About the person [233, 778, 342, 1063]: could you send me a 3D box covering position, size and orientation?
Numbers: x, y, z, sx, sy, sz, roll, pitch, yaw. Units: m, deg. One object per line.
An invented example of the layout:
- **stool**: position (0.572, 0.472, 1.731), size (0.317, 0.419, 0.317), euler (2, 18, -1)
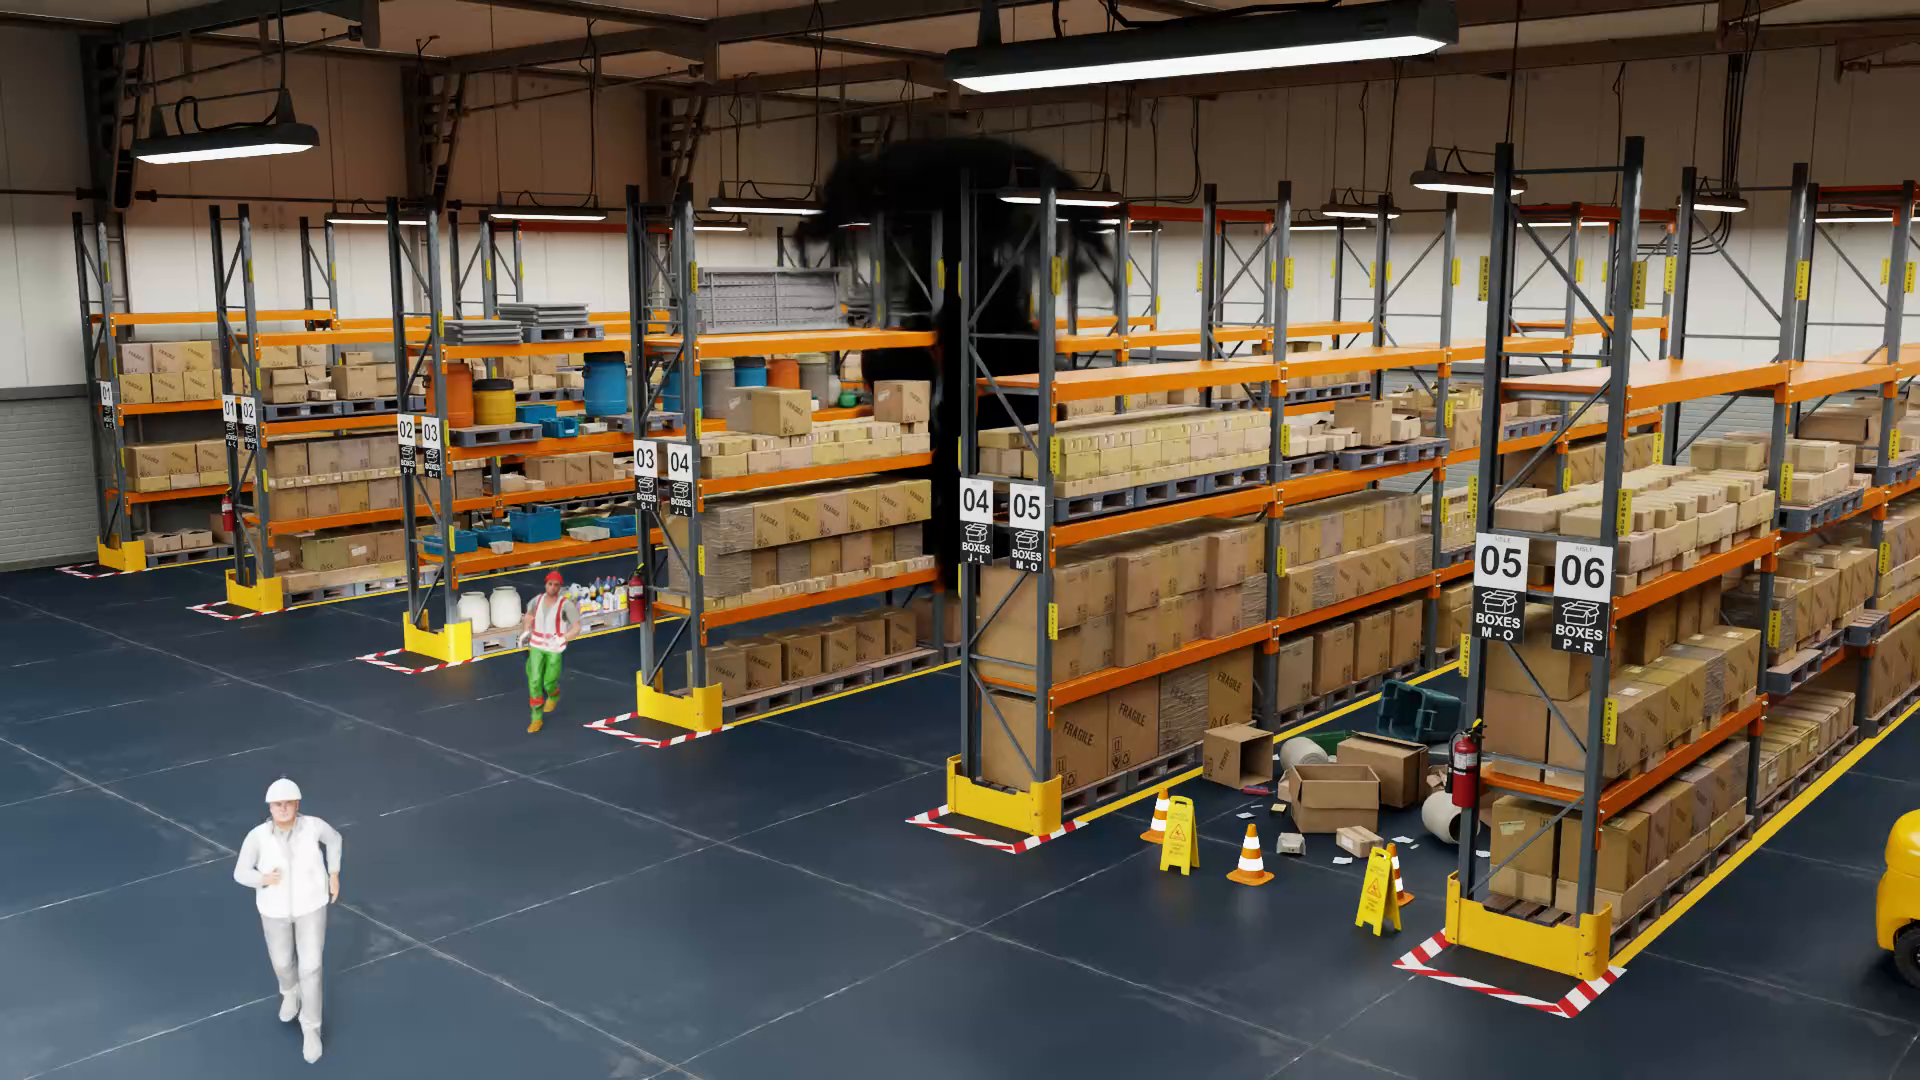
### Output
- **person**: position (-4.449, 2.464, 11.085), size (0.646, 1.828, 0.829), euler (-3, 10, -18)

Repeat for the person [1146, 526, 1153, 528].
- **person**: position (2.471, 0.607, 22.519), size (0.670, 1.834, 0.829), euler (8, 12, 40)

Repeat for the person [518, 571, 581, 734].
- **person**: position (-4.589, 1.220, 18.684), size (0.704, 1.769, 0.811), euler (1, 10, 5)
